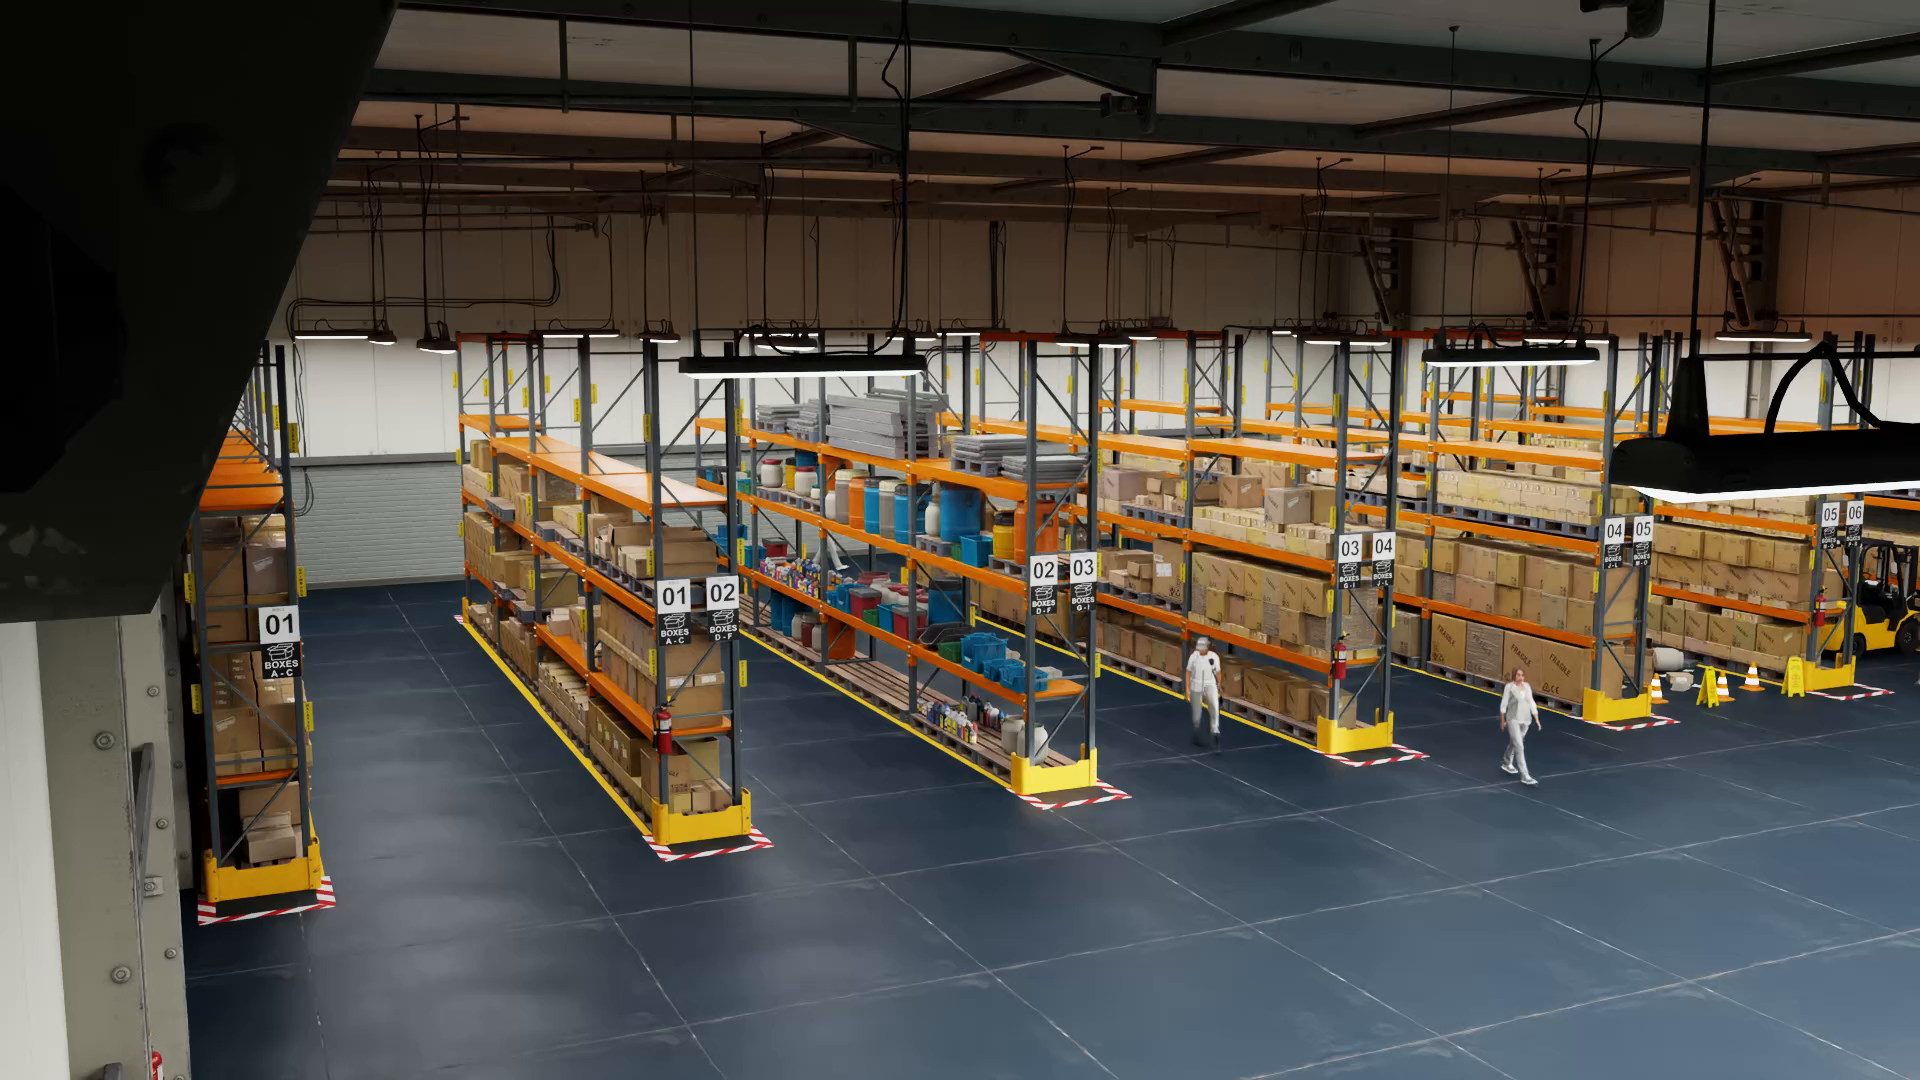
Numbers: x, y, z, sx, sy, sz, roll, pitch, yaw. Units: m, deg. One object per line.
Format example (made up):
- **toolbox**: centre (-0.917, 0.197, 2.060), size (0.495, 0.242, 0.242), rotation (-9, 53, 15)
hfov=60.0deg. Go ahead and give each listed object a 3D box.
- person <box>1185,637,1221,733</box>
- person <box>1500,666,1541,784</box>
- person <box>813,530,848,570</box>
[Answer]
- **person**: centre (3.567, 2.100, 24.363), size (0.521, 1.399, 0.900), rotation (2, 8, 11)
- **person**: centre (7.659, 2.494, 22.678), size (0.432, 1.552, 0.903), rotation (-2, 8, -15)
- **person**: centre (-3.265, -0.069, 41.453), size (0.944, 1.630, 0.453), rotation (0, 8, 3)
